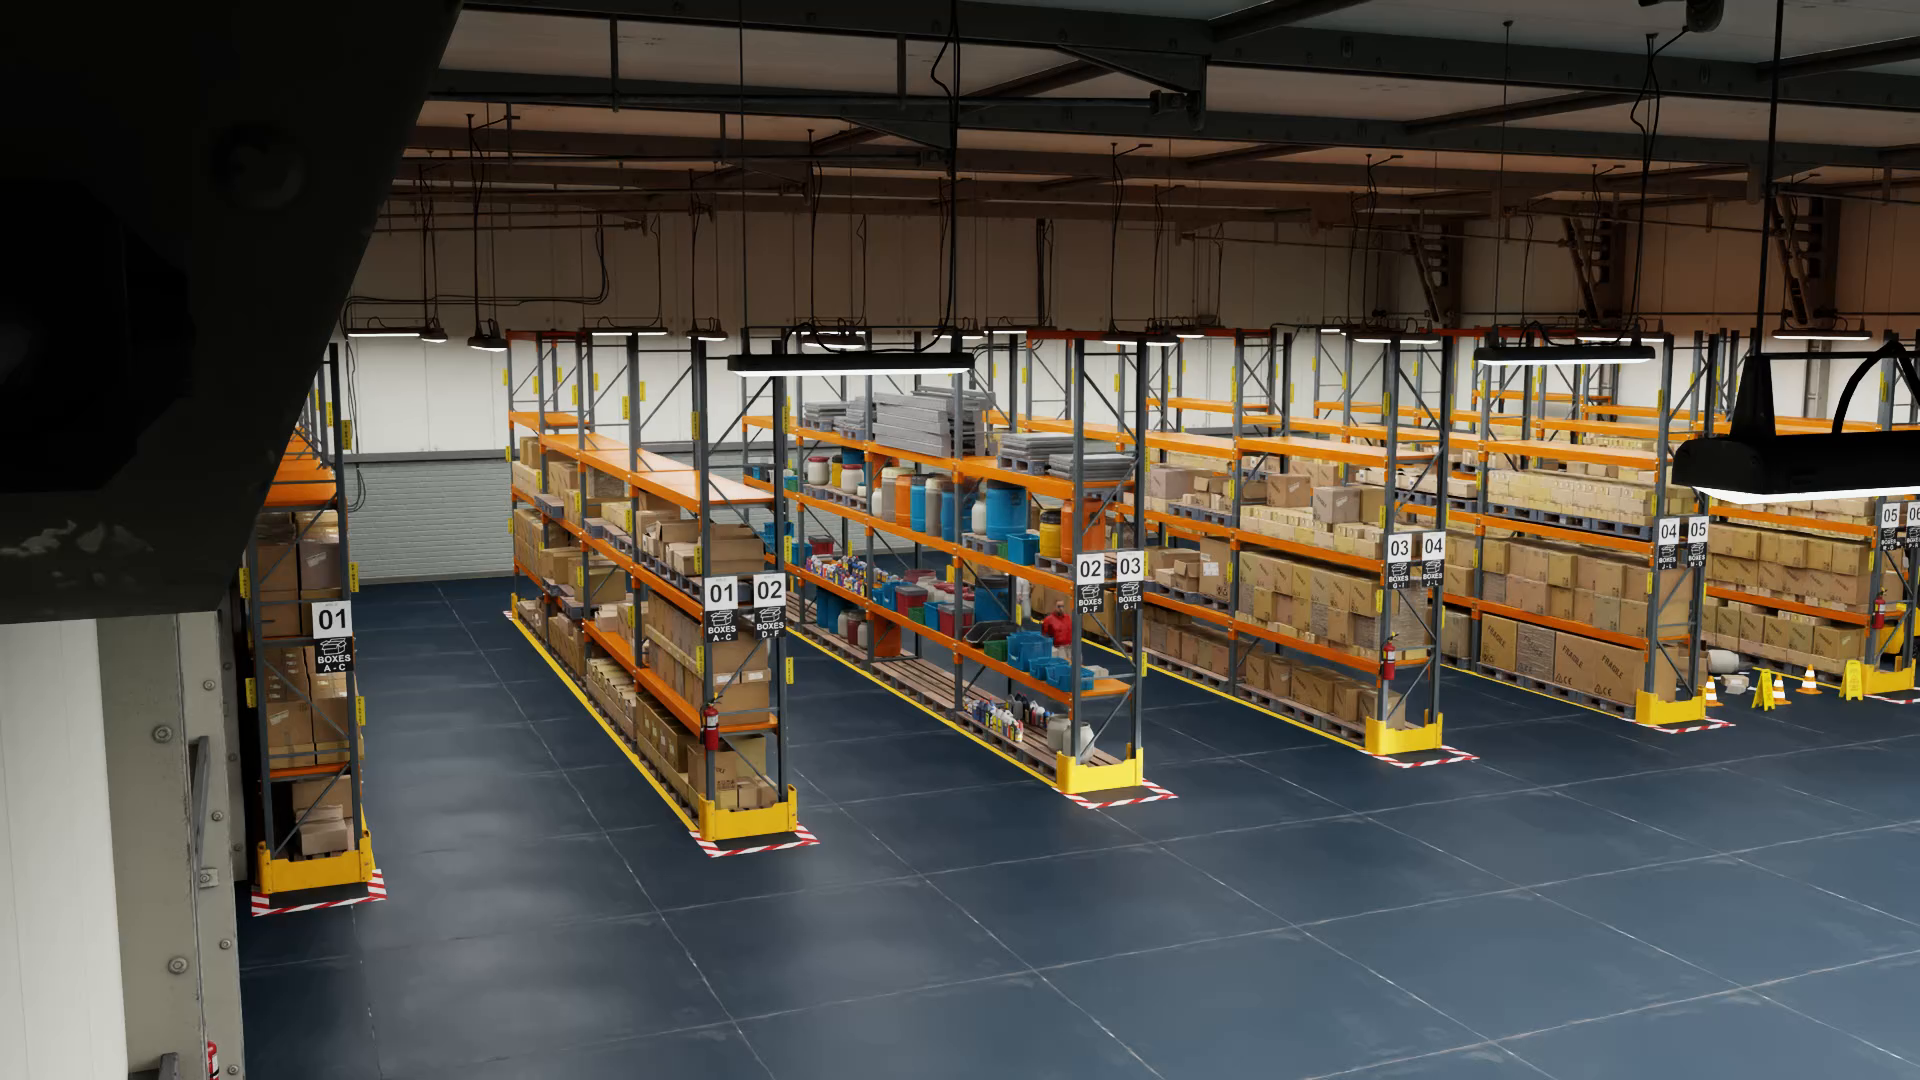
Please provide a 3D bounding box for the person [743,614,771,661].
[{"bbox_3d":[-3.487,1.614,28.995,0.600,1.581,0.756,-2,8,-11],"label":"person"}]

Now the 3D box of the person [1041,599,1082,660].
[{"bbox_3d":[1.650,1.698,26.657,0.553,1.501,1.030,-5,9,-30],"label":"person"}]

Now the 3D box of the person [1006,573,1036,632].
[{"bbox_3d":[1.147,1.101,32.390,0.657,1.687,0.726,-2,8,-13],"label":"person"}]
